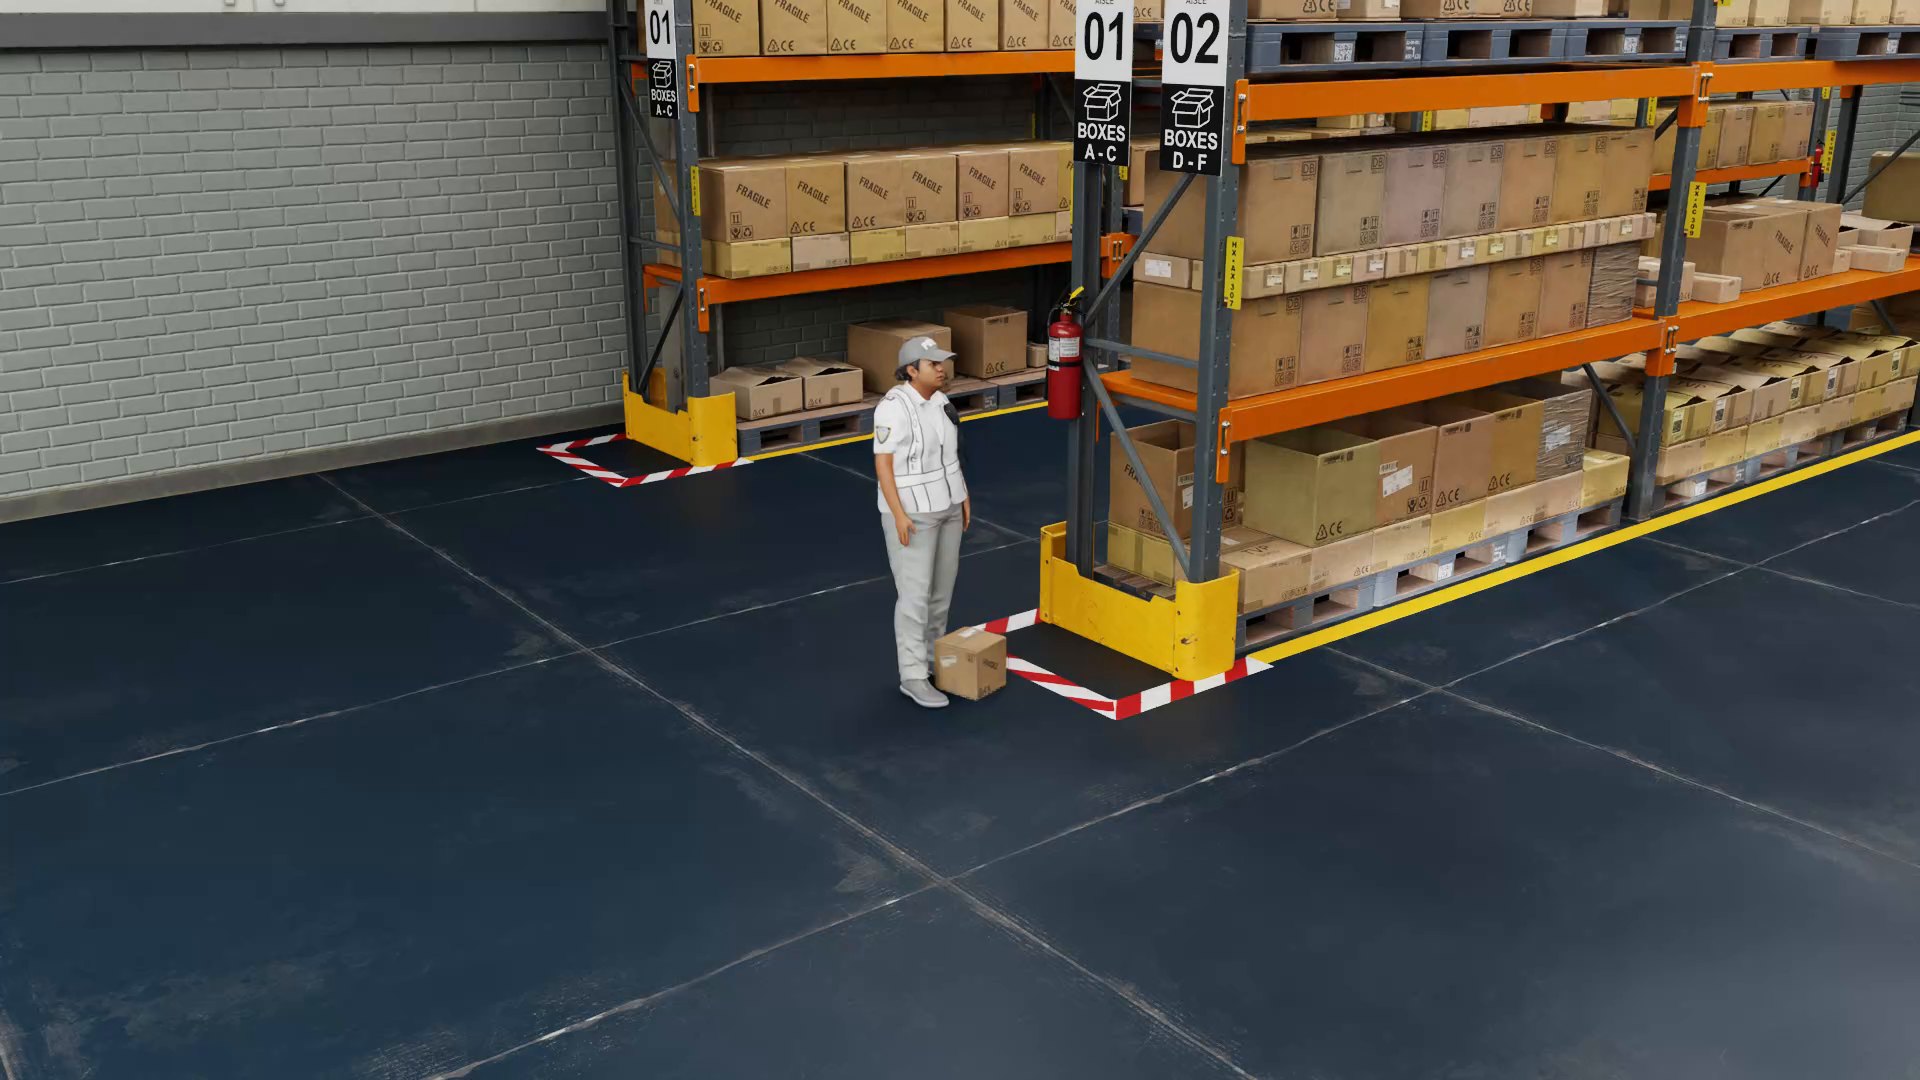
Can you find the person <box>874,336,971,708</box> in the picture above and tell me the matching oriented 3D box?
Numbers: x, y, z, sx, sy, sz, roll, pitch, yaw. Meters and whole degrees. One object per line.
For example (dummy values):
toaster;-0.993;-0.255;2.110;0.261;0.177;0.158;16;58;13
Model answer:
person;-0.124;-0.113;7.866;0.529;1.669;0.593;14;22;36
